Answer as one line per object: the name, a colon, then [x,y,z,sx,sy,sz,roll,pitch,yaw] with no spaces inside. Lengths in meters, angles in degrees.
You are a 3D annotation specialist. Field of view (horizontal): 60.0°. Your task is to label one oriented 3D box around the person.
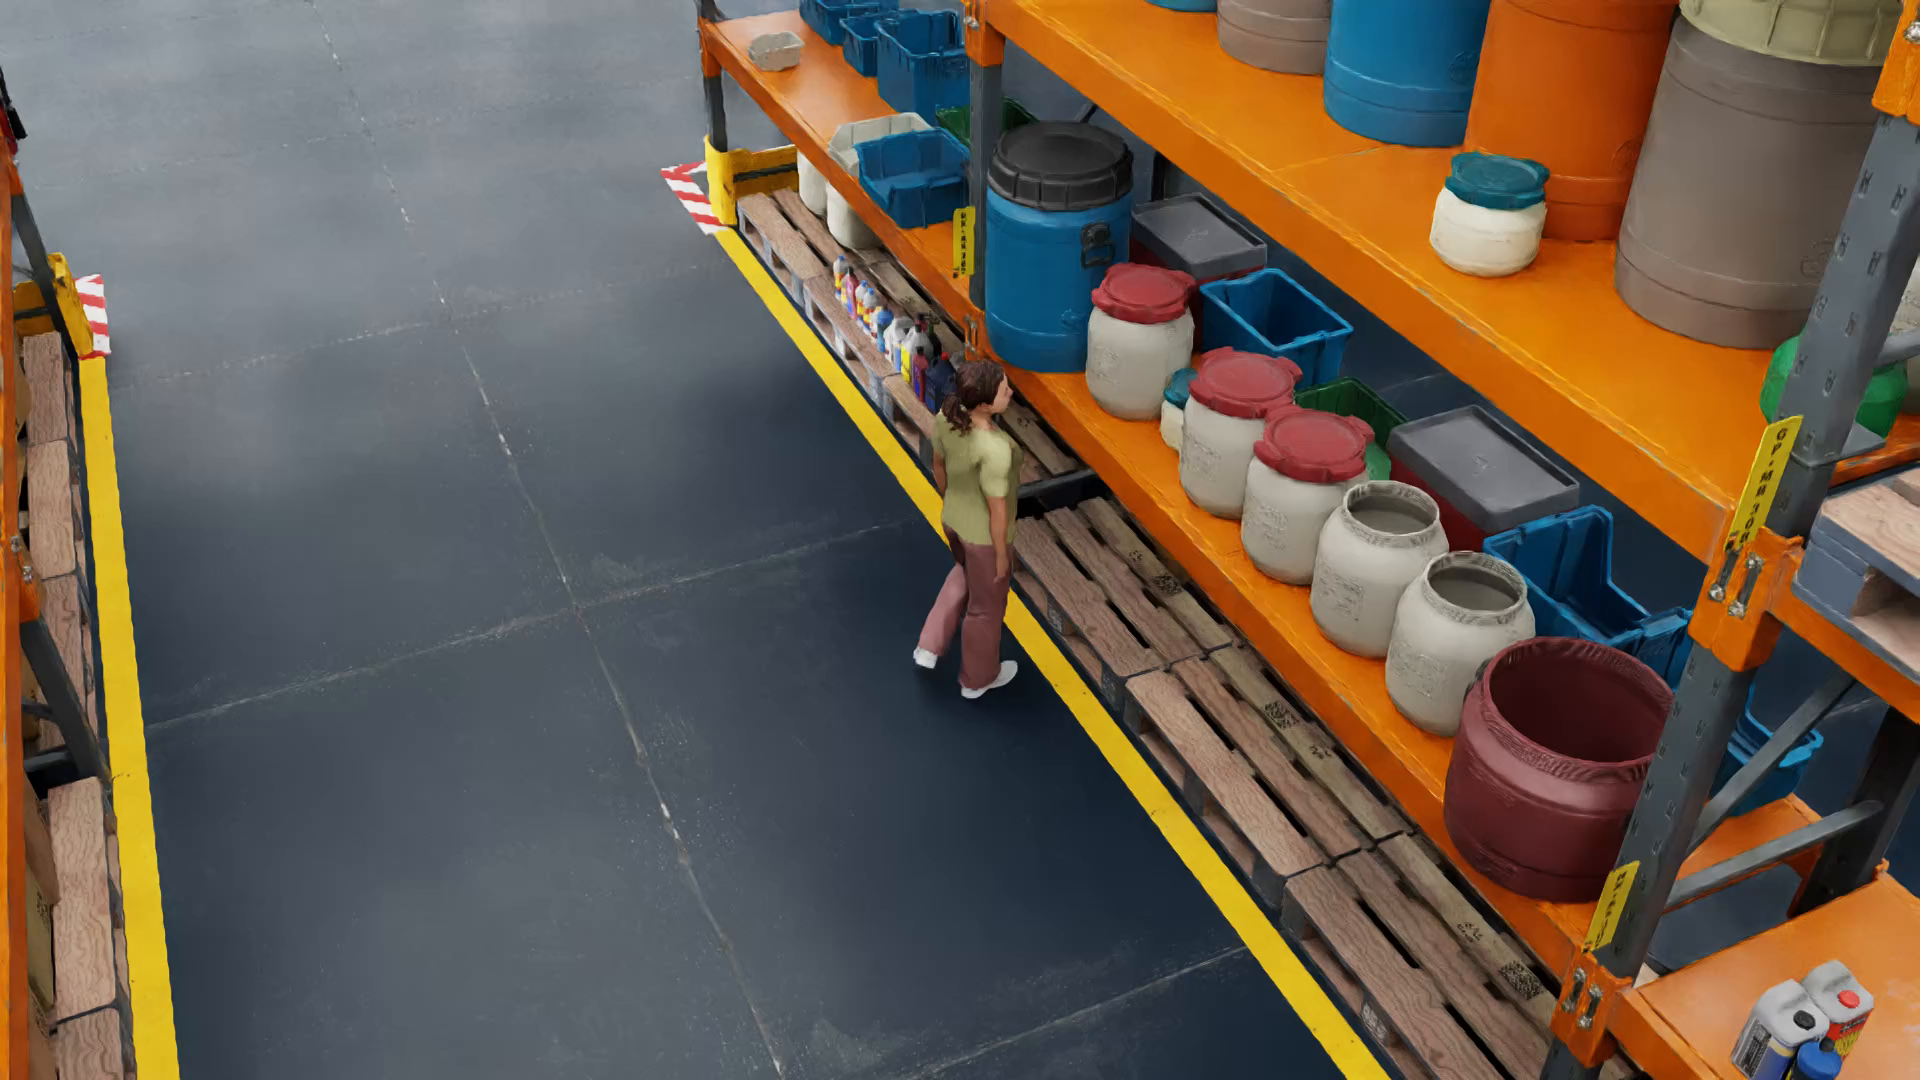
person: [0.034,-0.028,6.871,0.468,1.674,0.489,-24,43,-28]
